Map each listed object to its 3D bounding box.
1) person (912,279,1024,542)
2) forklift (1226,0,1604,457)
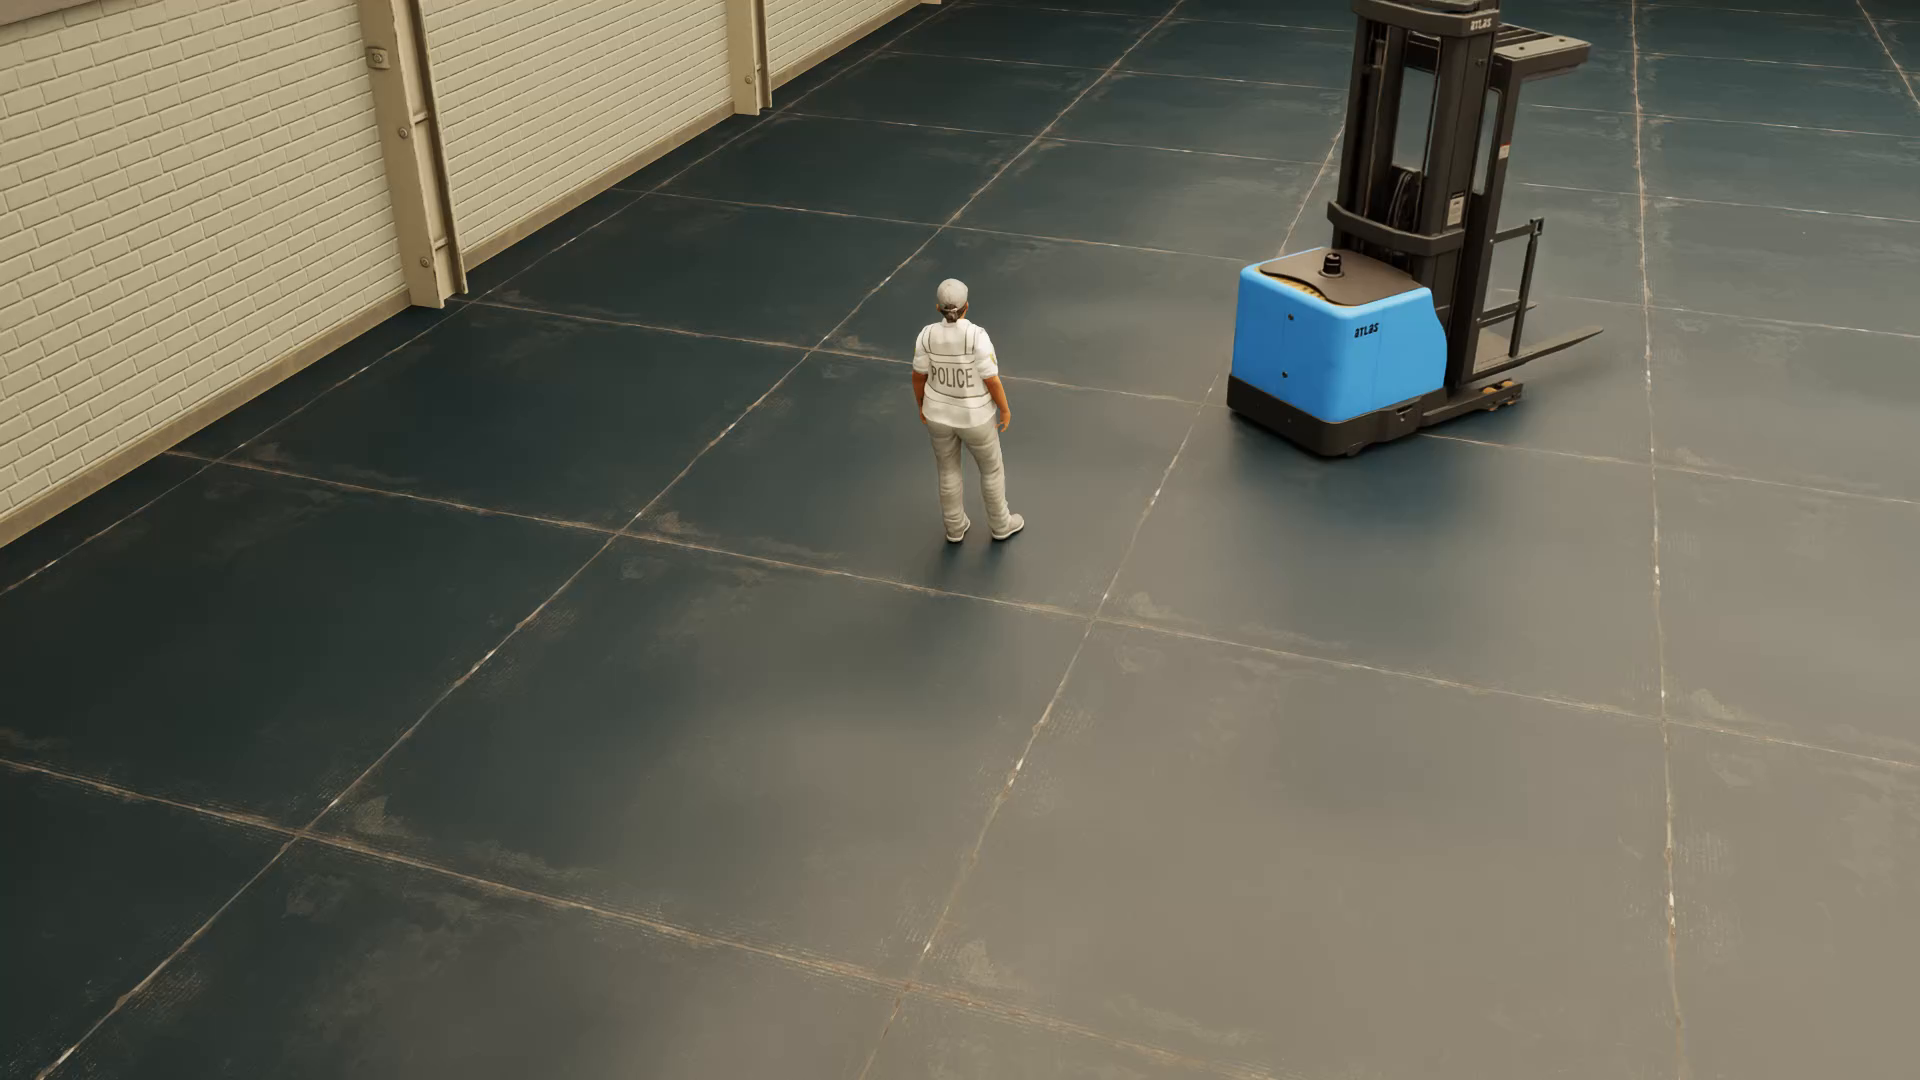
[{"bbox_3d":[0.046,-0.763,9.736,0.598,1.670,0.529,10,31,16],"label":"person"},{"bbox_3d":[3.369,-2.376,11.304,3.031,2.935,1.130,-18,34,-29],"label":"forklift"}]
